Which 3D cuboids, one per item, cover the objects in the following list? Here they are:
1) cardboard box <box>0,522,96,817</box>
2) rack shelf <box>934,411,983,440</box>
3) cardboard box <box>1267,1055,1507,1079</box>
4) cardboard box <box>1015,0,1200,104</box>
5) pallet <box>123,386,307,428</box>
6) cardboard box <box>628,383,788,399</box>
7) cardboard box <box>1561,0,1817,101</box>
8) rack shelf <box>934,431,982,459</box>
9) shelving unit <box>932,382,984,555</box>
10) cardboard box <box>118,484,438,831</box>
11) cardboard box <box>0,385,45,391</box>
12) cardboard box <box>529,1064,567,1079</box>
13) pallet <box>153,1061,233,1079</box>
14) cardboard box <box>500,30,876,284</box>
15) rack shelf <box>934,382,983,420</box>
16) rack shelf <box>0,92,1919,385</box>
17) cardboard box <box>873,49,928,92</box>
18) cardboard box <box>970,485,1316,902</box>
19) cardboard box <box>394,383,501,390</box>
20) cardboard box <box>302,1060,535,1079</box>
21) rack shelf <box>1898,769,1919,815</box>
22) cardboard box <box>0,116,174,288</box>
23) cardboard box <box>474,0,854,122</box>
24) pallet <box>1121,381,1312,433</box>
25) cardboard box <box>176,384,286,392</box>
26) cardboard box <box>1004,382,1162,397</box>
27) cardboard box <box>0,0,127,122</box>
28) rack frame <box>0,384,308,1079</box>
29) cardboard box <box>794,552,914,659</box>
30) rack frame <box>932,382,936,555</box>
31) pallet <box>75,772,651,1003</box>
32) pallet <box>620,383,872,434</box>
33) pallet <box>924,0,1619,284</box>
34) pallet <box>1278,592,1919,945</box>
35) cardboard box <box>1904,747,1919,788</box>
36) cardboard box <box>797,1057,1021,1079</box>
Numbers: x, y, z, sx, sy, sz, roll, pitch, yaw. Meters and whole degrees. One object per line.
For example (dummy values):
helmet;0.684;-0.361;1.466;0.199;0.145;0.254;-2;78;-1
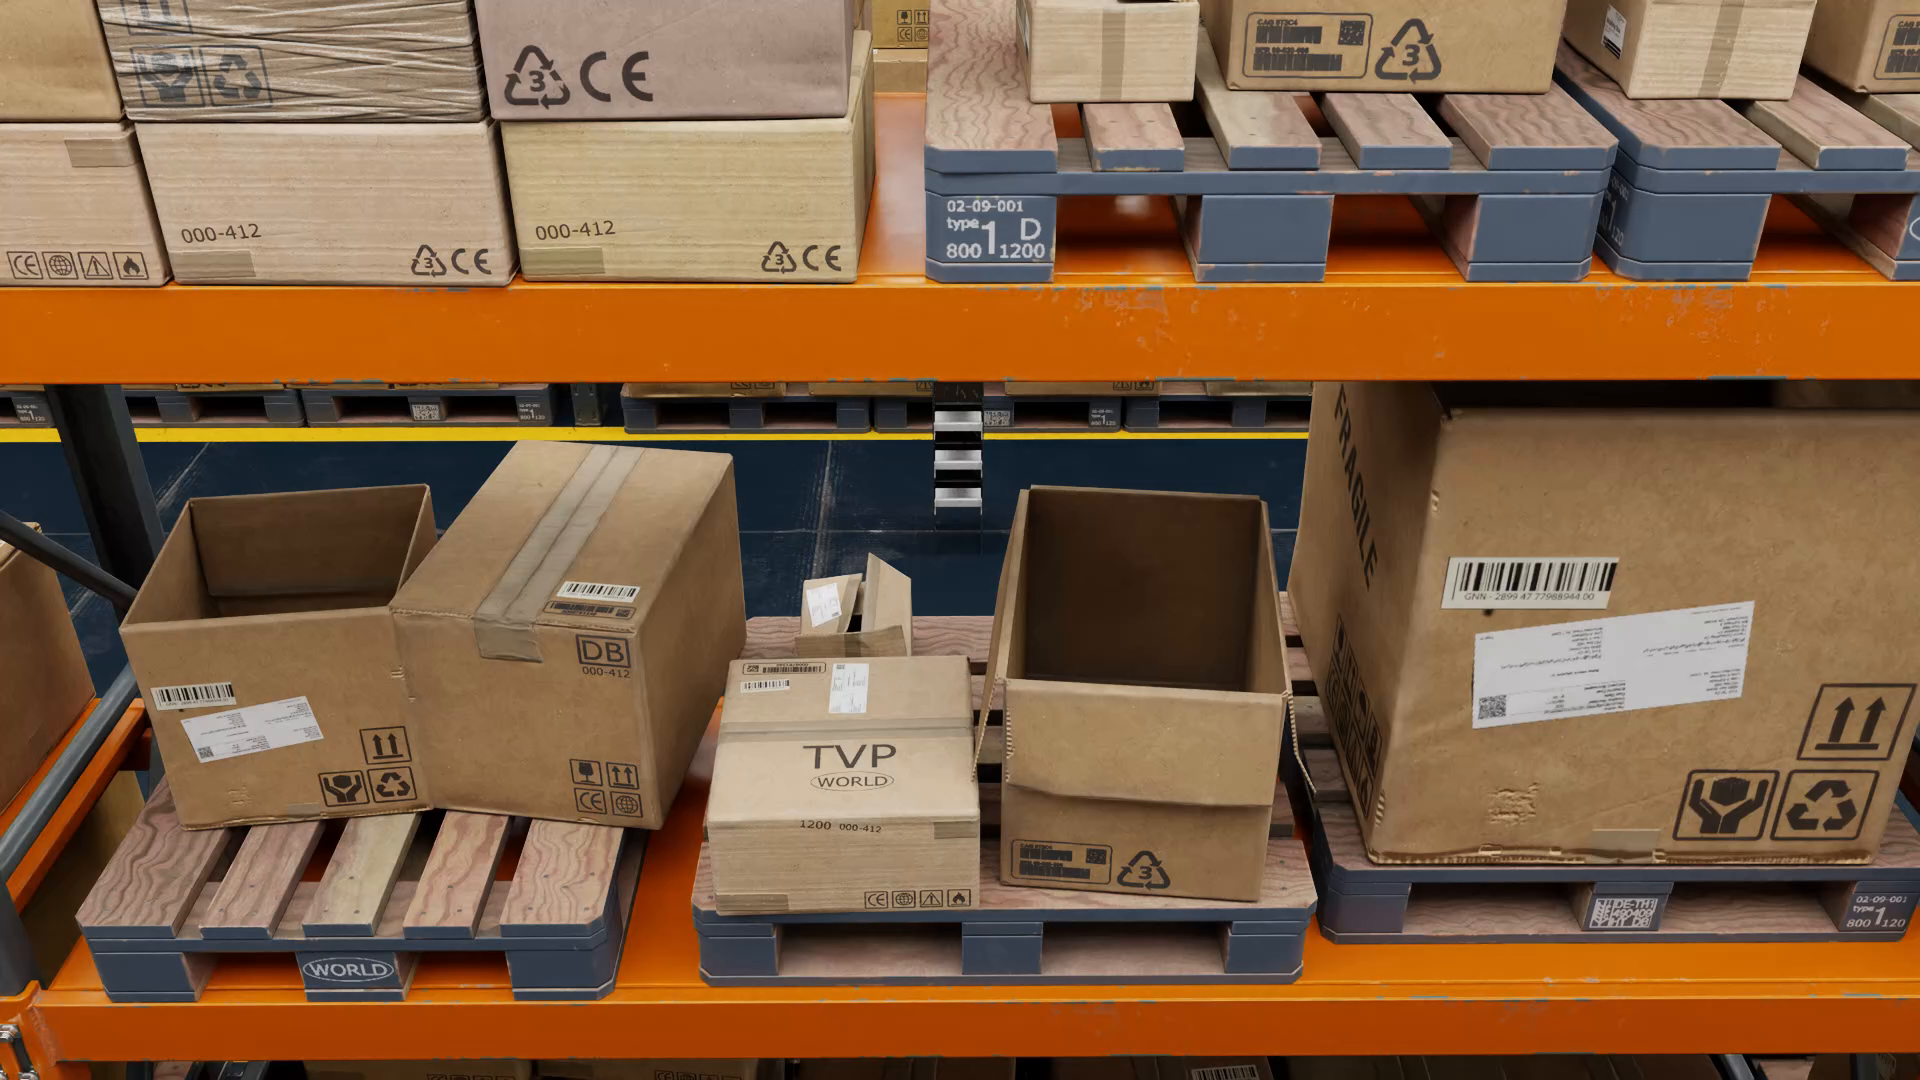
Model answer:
cardboard box;-2.386;0.296;3.774;0.500;0.500;0.500;1;31;1
rack shelf;-0.008;-0.510;6.940;0.200;0.077;0.258;0;31;0
cardboard box;1.010;1.329;4.153;0.500;0.500;0.700;0;31;-1
cardboard box;0.227;-0.838;2.669;0.250;0.166;0.380;-1;31;-2
pallet;-3.826;-0.898;8.527;1.213;0.211;1.003;0;31;0
cardboard box;-1.218;-1.268;8.211;0.750;0.750;1.050;-1;31;-1
cardboard box;1.162;-0.884;2.648;0.258;0.266;0.396;1;31;1
rack shelf;-0.008;-0.433;6.987;0.200;0.077;0.258;0;31;0
shelving unit;-0.008;-0.385;7.017;0.210;0.900;0.258;0;31;0
cardboard box;-1.359;0.234;3.472;0.500;0.500;0.500;-4;31;-6
cardboard box;-4.558;-1.060;8.111;0.500;0.500;0.500;1;31;2
cardboard box;-1.229;1.347;4.124;0.500;0.500;0.700;-2;31;-3
pallet;-2.688;1.634;4.353;1.213;0.211;1.003;0;31;0
cardboard box;-0.400;-0.617;2.628;0.500;0.250;0.500;0;31;1
rack shelf;-0.008;-0.587;6.894;0.200;0.077;0.258;0;31;0
rack shelf;0.101;-0.503;2.988;4.000;0.370;1.077;0;31;0
cardboard box;-0.364;-2.003;7.563;0.500;0.500;0.500;0;31;0
cardboard box;0.368;0.296;3.367;0.637;0.503;0.797;3;31;5
cardboard box;-2.484;-1.068;8.123;0.500;0.500;0.500;0;31;-1
cardboard box;-1.229;1.021;3.939;0.500;0.250;0.500;1;31;2
rack shelf;4.101;0.767;3.787;4.000;0.370;1.077;0;31;0
cardboard box;-1.427;-0.609;2.615;0.500;0.250;0.500;0;31;1
cardboard box;-0.417;-0.933;2.427;0.500;0.500;0.500;-1;31;-2
pallet;1.401;-0.873;8.486;1.213;0.211;1.003;0;31;0
cardboard box;-3.532;-1.058;8.107;0.500;0.500;0.500;-2;31;-3
cardboard box;0.587;-1.275;8.224;0.750;0.750;1.050;0;31;0
cardboard box;-1.427;-0.928;2.418;0.500;0.500;0.500;0;31;0
rack frame;-1.899;0.478;3.570;0.127;3.000;1.000;0;31;0
cardboard box;-0.233;0.211;3.735;0.258;0.266;0.396;-1;31;-2
rack frame;-0.110;-0.384;7.016;0.006;0.900;0.240;0;31;0
pallet;-1.187;0.503;3.714;1.003;0.211;1.213;0;31;0
pallet;-1.039;-0.866;8.474;1.213;0.211;1.003;0;31;0
pallet;0.446;-0.785;2.941;1.003;0.211;1.213;0;31;0
pallet;1.336;0.475;3.760;1.213;0.211;1.003;0;31;0
cardboard box;2.314;0.420;3.908;0.250;0.149;0.380;0;31;0
cardboard box;-0.107;1.333;4.147;0.500;0.500;0.700;2;31;4
